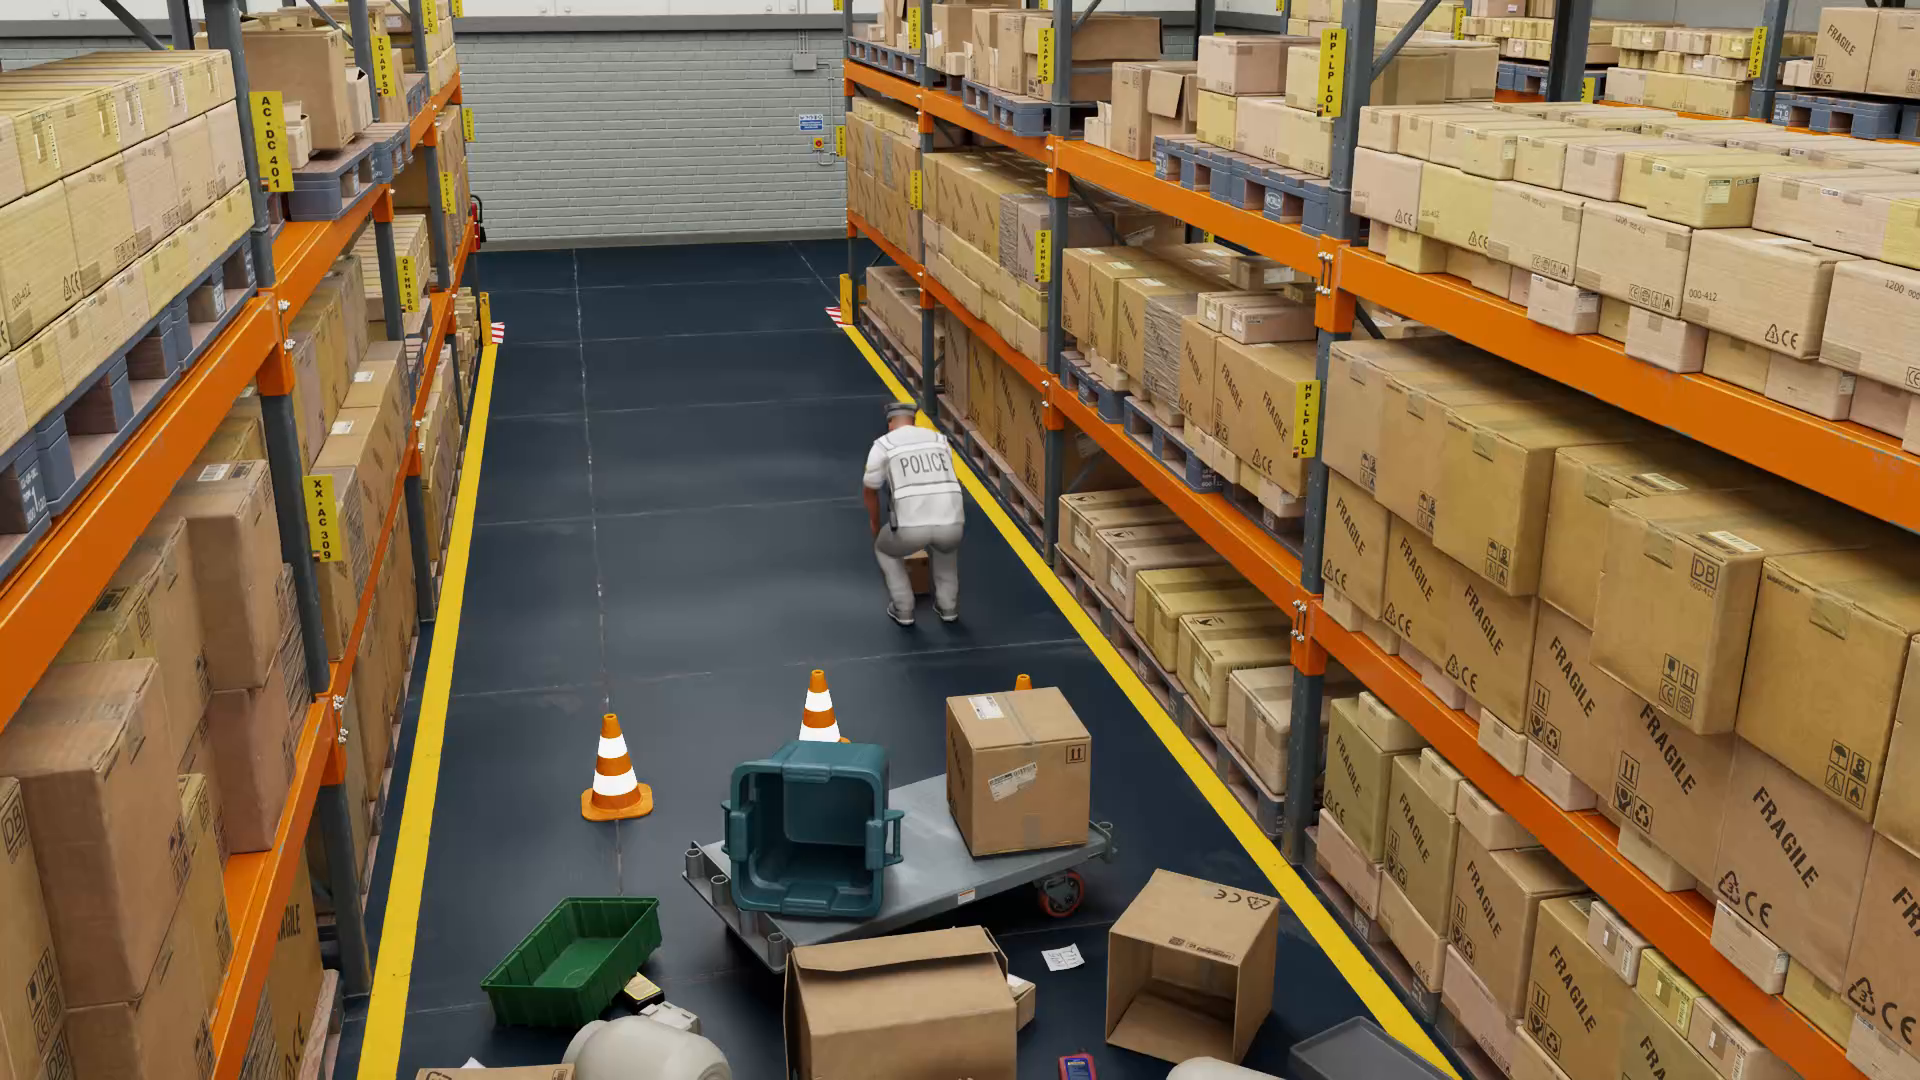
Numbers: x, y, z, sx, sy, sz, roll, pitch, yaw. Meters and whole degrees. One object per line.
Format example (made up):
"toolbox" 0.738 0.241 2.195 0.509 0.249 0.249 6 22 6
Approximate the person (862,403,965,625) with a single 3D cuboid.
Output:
"person" -0.286 -0.159 10.207 0.586 1.291 0.868 -4 20 -12
